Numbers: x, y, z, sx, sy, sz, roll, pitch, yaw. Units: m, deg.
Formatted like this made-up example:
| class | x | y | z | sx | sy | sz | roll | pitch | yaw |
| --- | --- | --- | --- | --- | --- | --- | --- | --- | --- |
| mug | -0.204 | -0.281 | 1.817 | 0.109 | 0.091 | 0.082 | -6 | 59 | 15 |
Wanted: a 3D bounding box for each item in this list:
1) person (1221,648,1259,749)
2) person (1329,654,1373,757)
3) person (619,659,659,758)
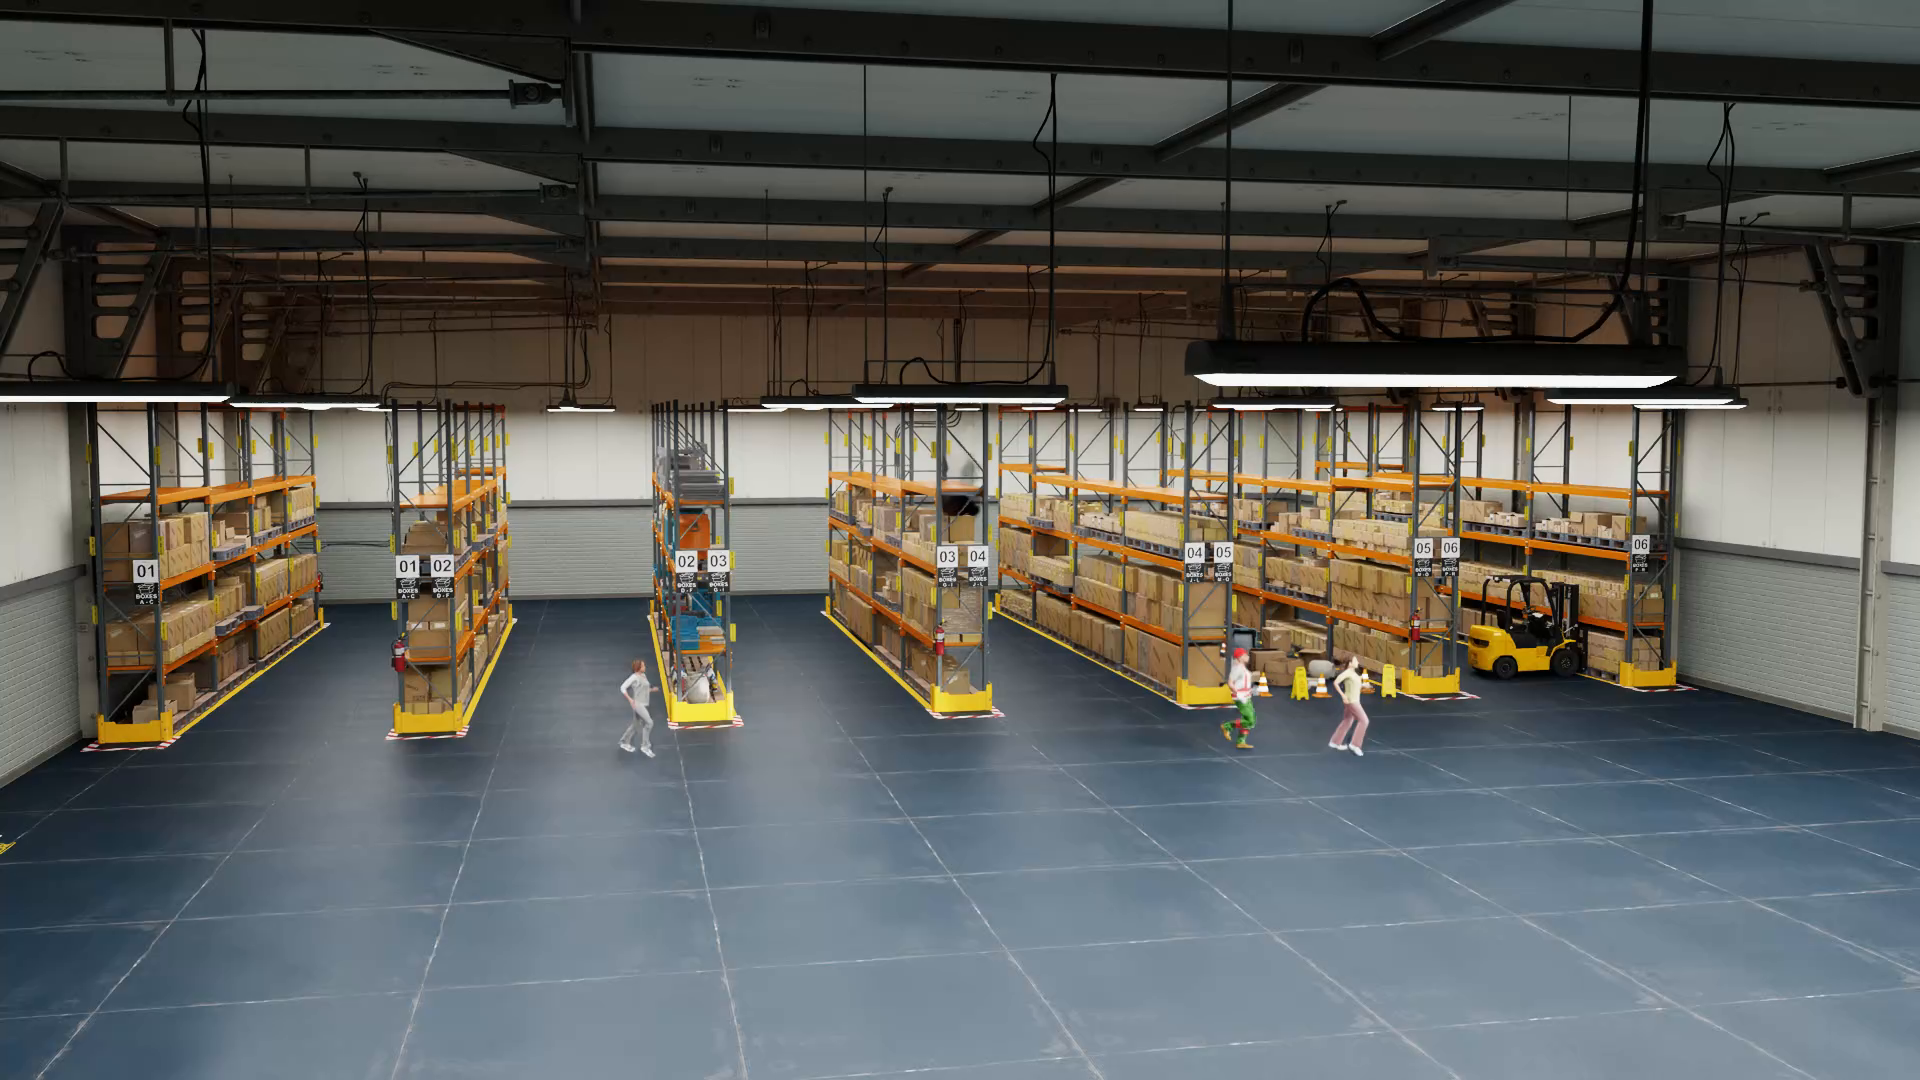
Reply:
| class | x | y | z | sx | sy | sz | roll | pitch | yaw |
| --- | --- | --- | --- | --- | --- | --- | --- | --- | --- |
| person | 4.795 | 2.713 | 28.518 | 0.601 | 1.739 | 0.659 | 2 | 5 | 21 |
| person | 6.582 | 2.778 | 28.014 | 0.715 | 1.715 | 0.544 | 2 | 5 | 20 |
| person | -5.386 | 2.819 | 27.882 | 0.721 | 1.645 | 0.506 | 0 | 4 | 6 |
